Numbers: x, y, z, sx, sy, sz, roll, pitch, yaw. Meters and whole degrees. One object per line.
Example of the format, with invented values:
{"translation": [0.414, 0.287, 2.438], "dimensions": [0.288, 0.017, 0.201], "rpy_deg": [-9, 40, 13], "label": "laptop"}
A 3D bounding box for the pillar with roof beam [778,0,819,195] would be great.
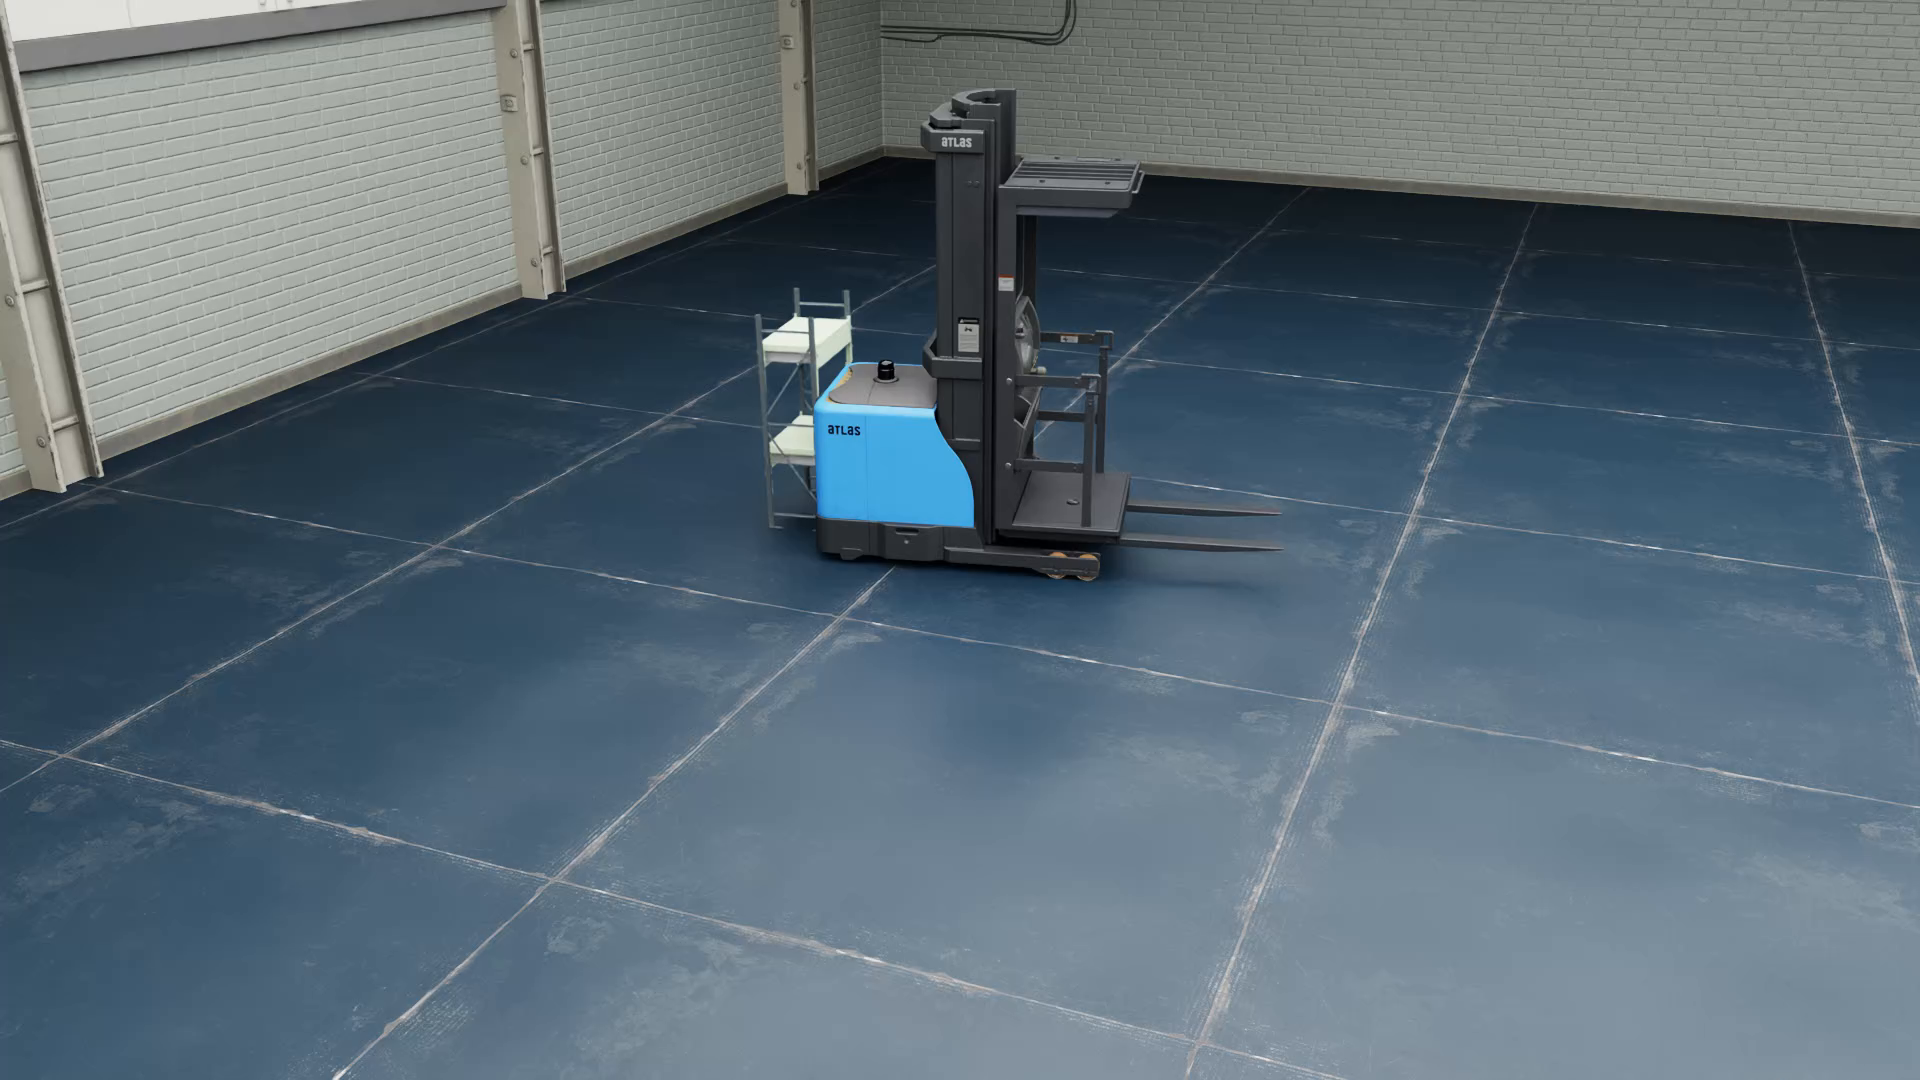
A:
{"translation": [1.859, -8.264, 19.360], "dimensions": [9.100, 9.000, 0.400], "rpy_deg": [9, 24, 20], "label": "pillar with roof beam"}

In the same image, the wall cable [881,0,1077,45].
{"translation": [0.184, -8.313, 23.504], "dimensions": [3.097, 2.526, 0.112], "rpy_deg": [9, 24, 20], "label": "wall cable"}

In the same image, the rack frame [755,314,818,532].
{"translation": [-1.131, -0.765, 11.122], "dimensions": [0.400, 1.500, 0.023], "rpy_deg": [5, 23, 14], "label": "rack frame"}

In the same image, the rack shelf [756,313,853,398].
{"translation": [-1.046, -1.262, 11.301], "dimensions": [0.431, 0.370, 0.720], "rpy_deg": [5, 23, 14], "label": "rack shelf"}

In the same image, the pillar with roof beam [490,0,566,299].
{"translation": [-0.370, -6.117, 14.219], "dimensions": [9.100, 9.000, 0.400], "rpy_deg": [9, 24, 20], "label": "pillar with roof beam"}

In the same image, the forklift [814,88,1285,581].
{"translation": [0.617, -1.313, 10.591], "dimensions": [3.031, 2.935, 1.130], "rpy_deg": [4, 23, 9], "label": "forklift"}

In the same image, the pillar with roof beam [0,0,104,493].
{"translation": [-2.599, -3.970, 9.079], "dimensions": [9.100, 9.000, 0.400], "rpy_deg": [9, 24, 20], "label": "pillar with roof beam"}

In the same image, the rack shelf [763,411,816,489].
{"translation": [-1.032, -0.600, 11.573], "dimensions": [0.431, 0.370, 0.720], "rpy_deg": [5, 23, 14], "label": "rack shelf"}

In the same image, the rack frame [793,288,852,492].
{"translation": [-0.945, -1.037, 11.776], "dimensions": [0.400, 1.500, 0.023], "rpy_deg": [5, 23, 14], "label": "rack frame"}

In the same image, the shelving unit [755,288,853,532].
{"translation": [-1.038, -0.901, 11.449], "dimensions": [0.431, 1.500, 0.755], "rpy_deg": [5, 23, 14], "label": "shelving unit"}
